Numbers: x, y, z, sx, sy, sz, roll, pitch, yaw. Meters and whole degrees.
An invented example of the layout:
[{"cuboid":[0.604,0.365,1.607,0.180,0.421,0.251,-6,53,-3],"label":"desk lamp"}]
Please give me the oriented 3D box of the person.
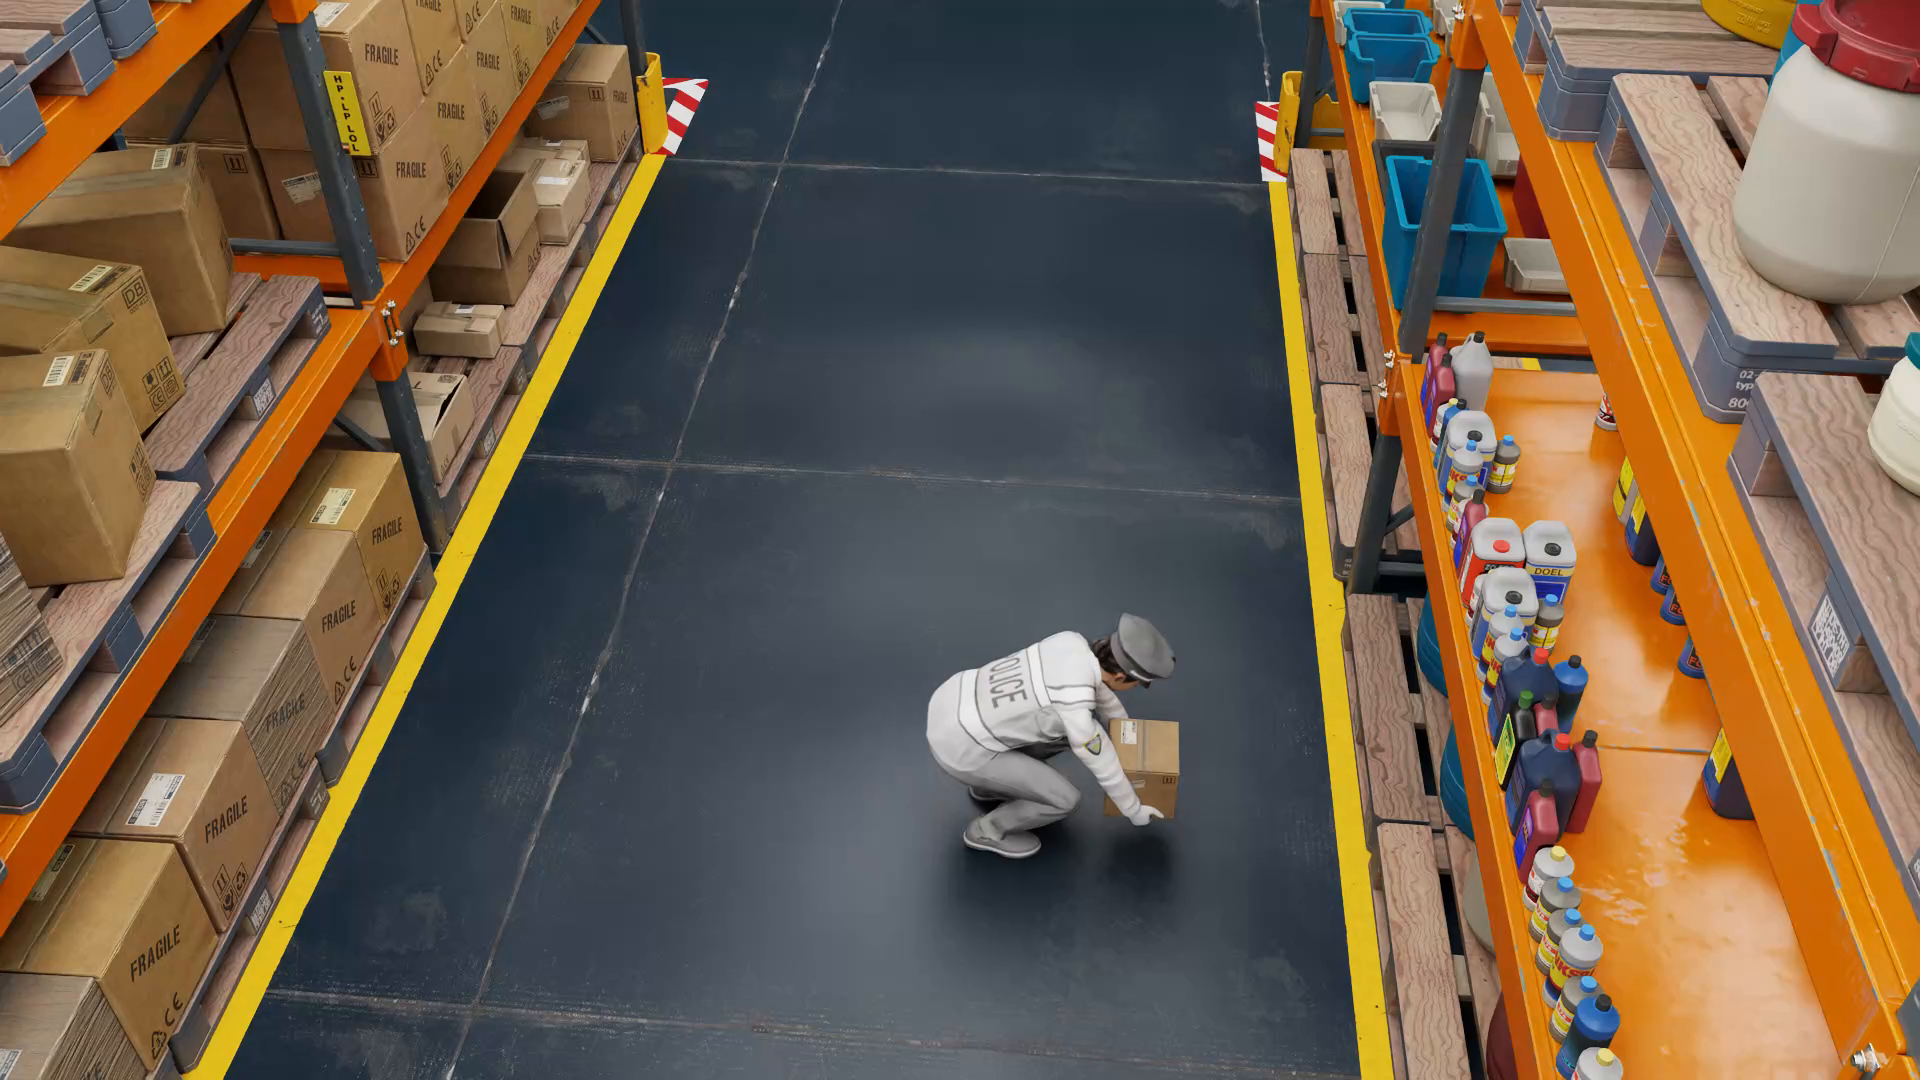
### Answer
[{"cuboid":[0.315,0.680,5.894,0.859,0.979,0.458,2,40,3],"label":"person"}]
